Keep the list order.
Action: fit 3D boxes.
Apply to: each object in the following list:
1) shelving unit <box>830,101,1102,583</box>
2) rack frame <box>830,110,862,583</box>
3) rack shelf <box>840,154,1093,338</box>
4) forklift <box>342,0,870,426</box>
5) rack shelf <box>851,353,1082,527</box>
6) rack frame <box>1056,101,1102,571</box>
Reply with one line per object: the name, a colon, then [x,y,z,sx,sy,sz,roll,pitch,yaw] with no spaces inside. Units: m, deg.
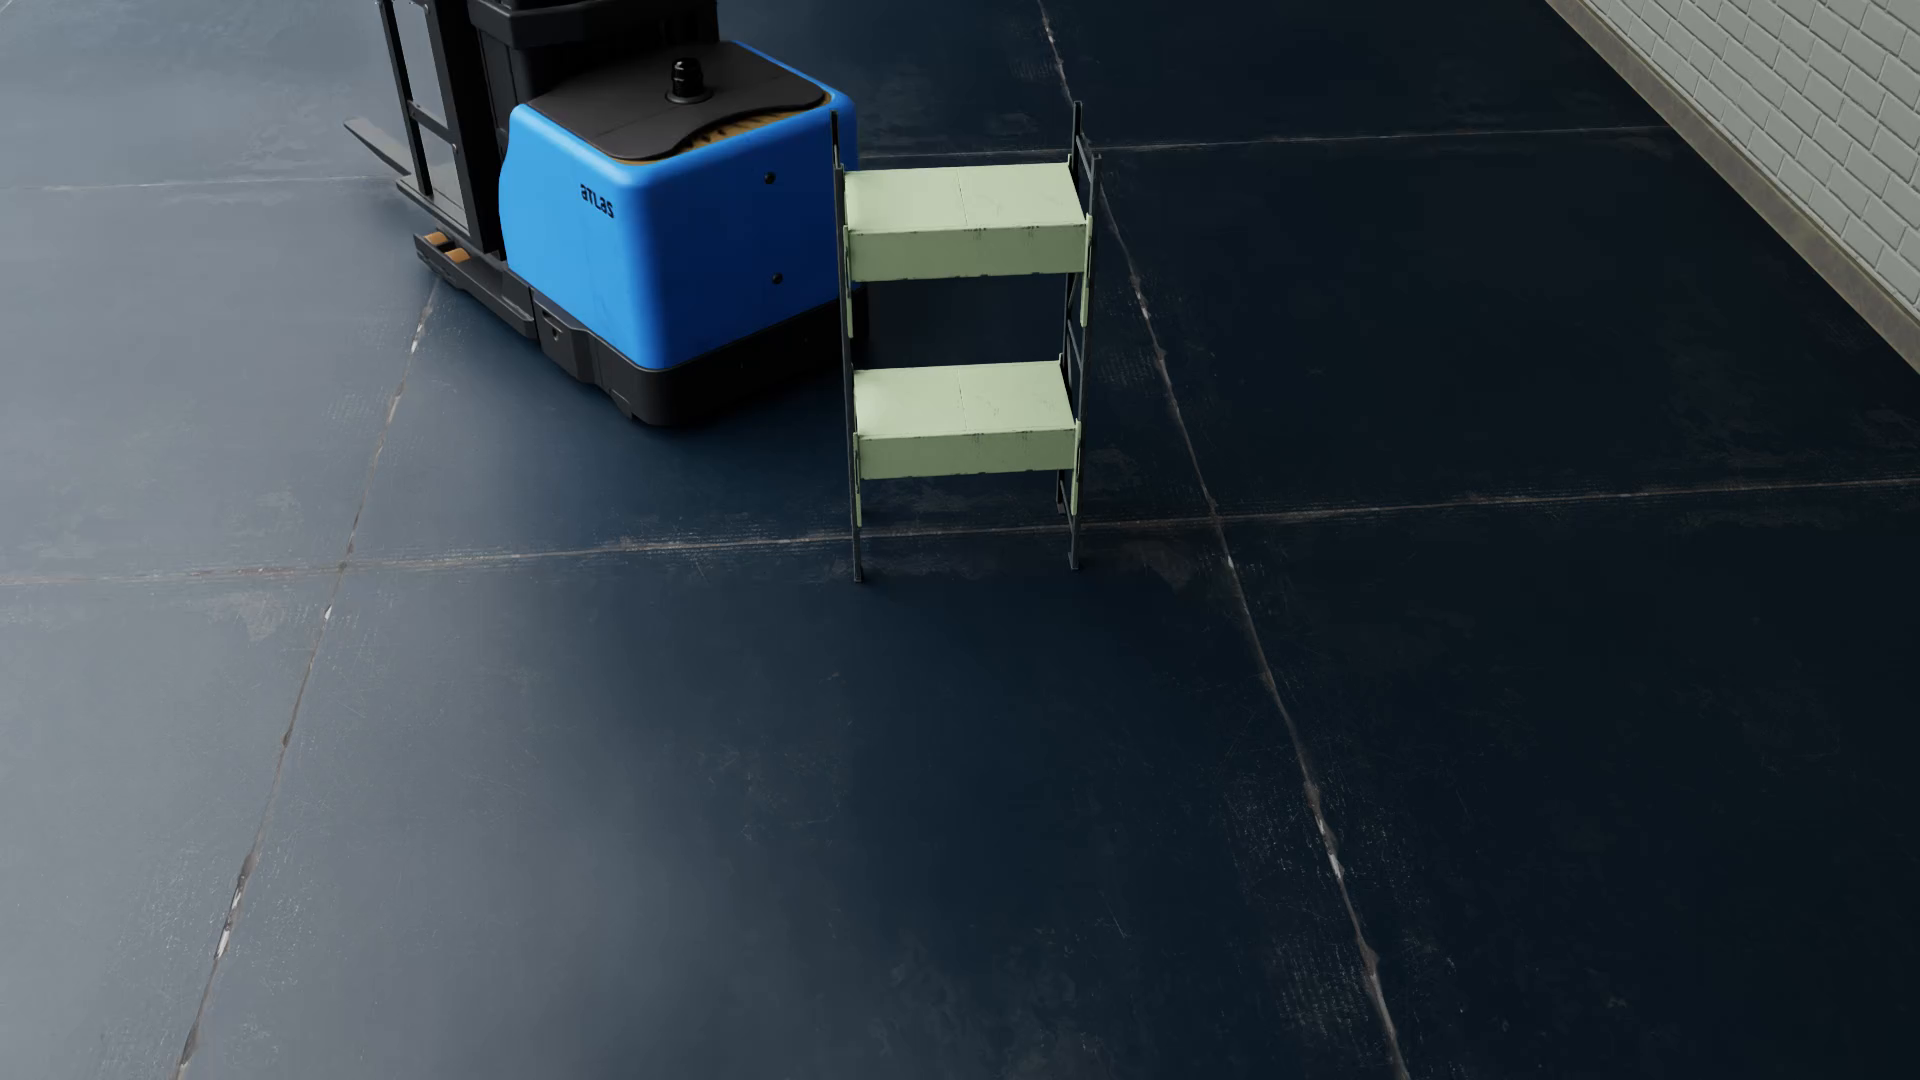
shelving unit: [0.007,-0.589,5.286,0.755,1.500,0.431,-3,38,-4]
rack frame: [-0.358,-0.569,5.260,0.023,1.500,0.400,-3,38,-4]
rack shelf: [0.007,-0.896,5.044,0.720,0.370,0.431,-3,38,-4]
forklift: [-1.707,-2.411,6.439,1.130,2.935,3.031,-28,46,-31]
rack shelf: [0.007,-0.333,5.488,0.720,0.370,0.431,-3,38,-4]
rack frame: [0.371,-0.609,5.311,0.023,1.500,0.400,-3,38,-4]
